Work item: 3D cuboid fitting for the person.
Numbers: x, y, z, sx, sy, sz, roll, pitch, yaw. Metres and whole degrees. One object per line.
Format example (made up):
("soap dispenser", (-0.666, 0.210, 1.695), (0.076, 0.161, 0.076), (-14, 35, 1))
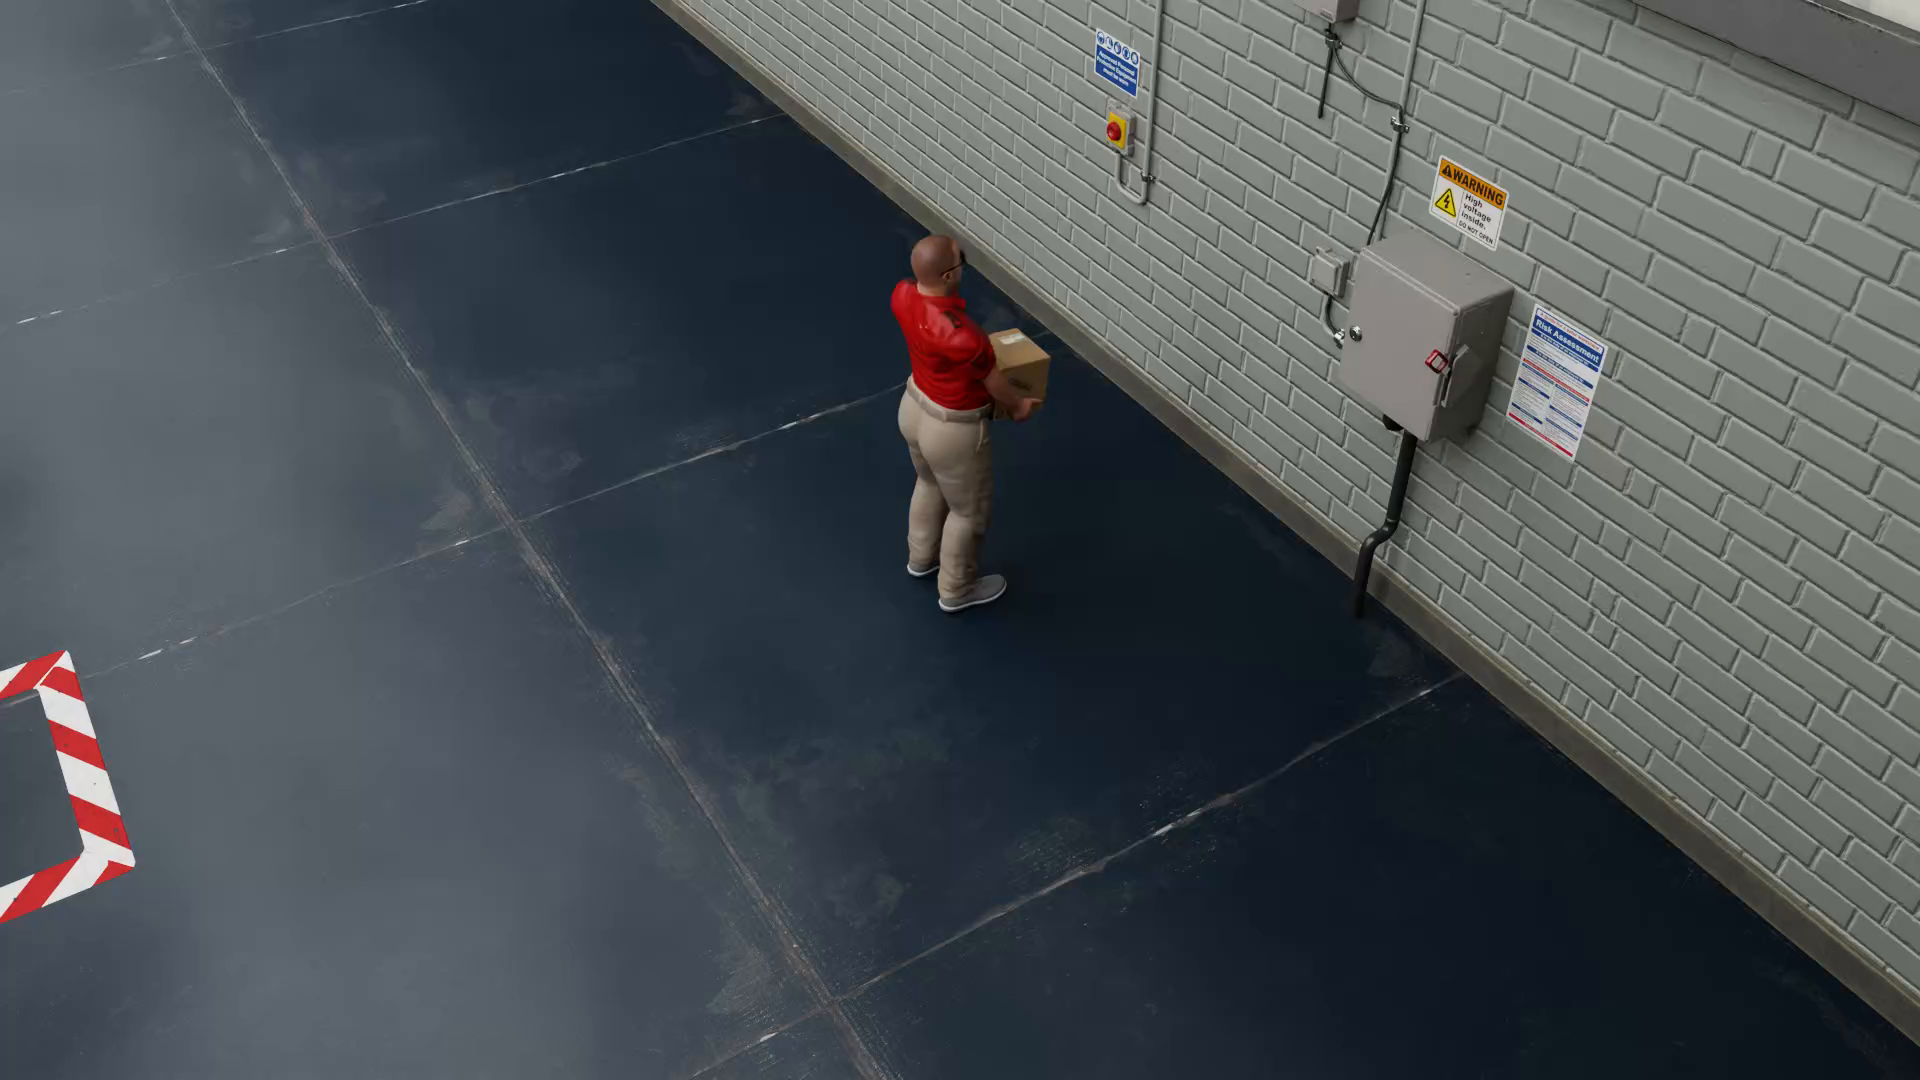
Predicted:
("person", (0.024, -0.508, 6.773), (0.540, 1.722, 0.490), (-22, 45, -24))
